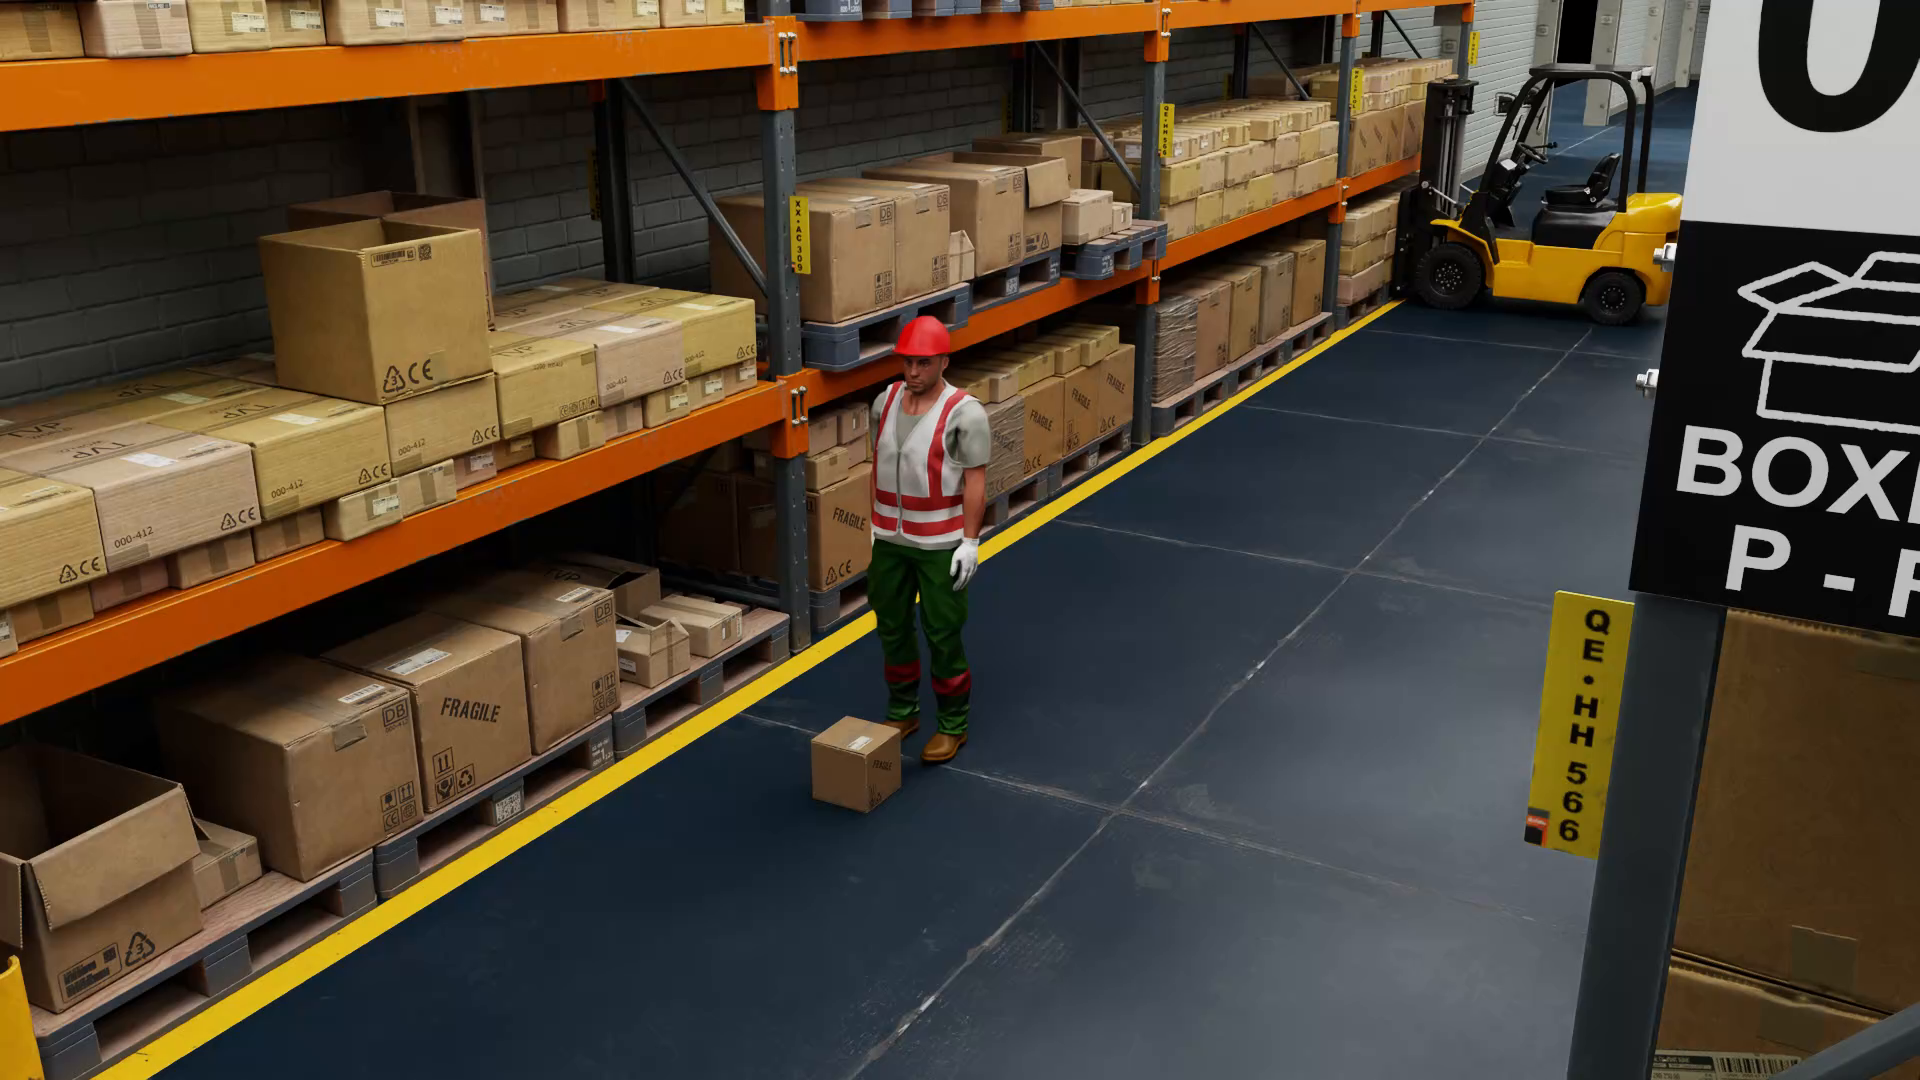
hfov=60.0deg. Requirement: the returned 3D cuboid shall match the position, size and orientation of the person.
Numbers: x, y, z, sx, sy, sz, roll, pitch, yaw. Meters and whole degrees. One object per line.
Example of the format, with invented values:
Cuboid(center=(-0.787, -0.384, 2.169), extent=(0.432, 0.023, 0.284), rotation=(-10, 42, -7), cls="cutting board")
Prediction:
Cuboid(center=(-0.143, 0.001, 6.539), extent=(0.526, 1.784, 0.339), rotation=(11, 22, 29), cls="person")
